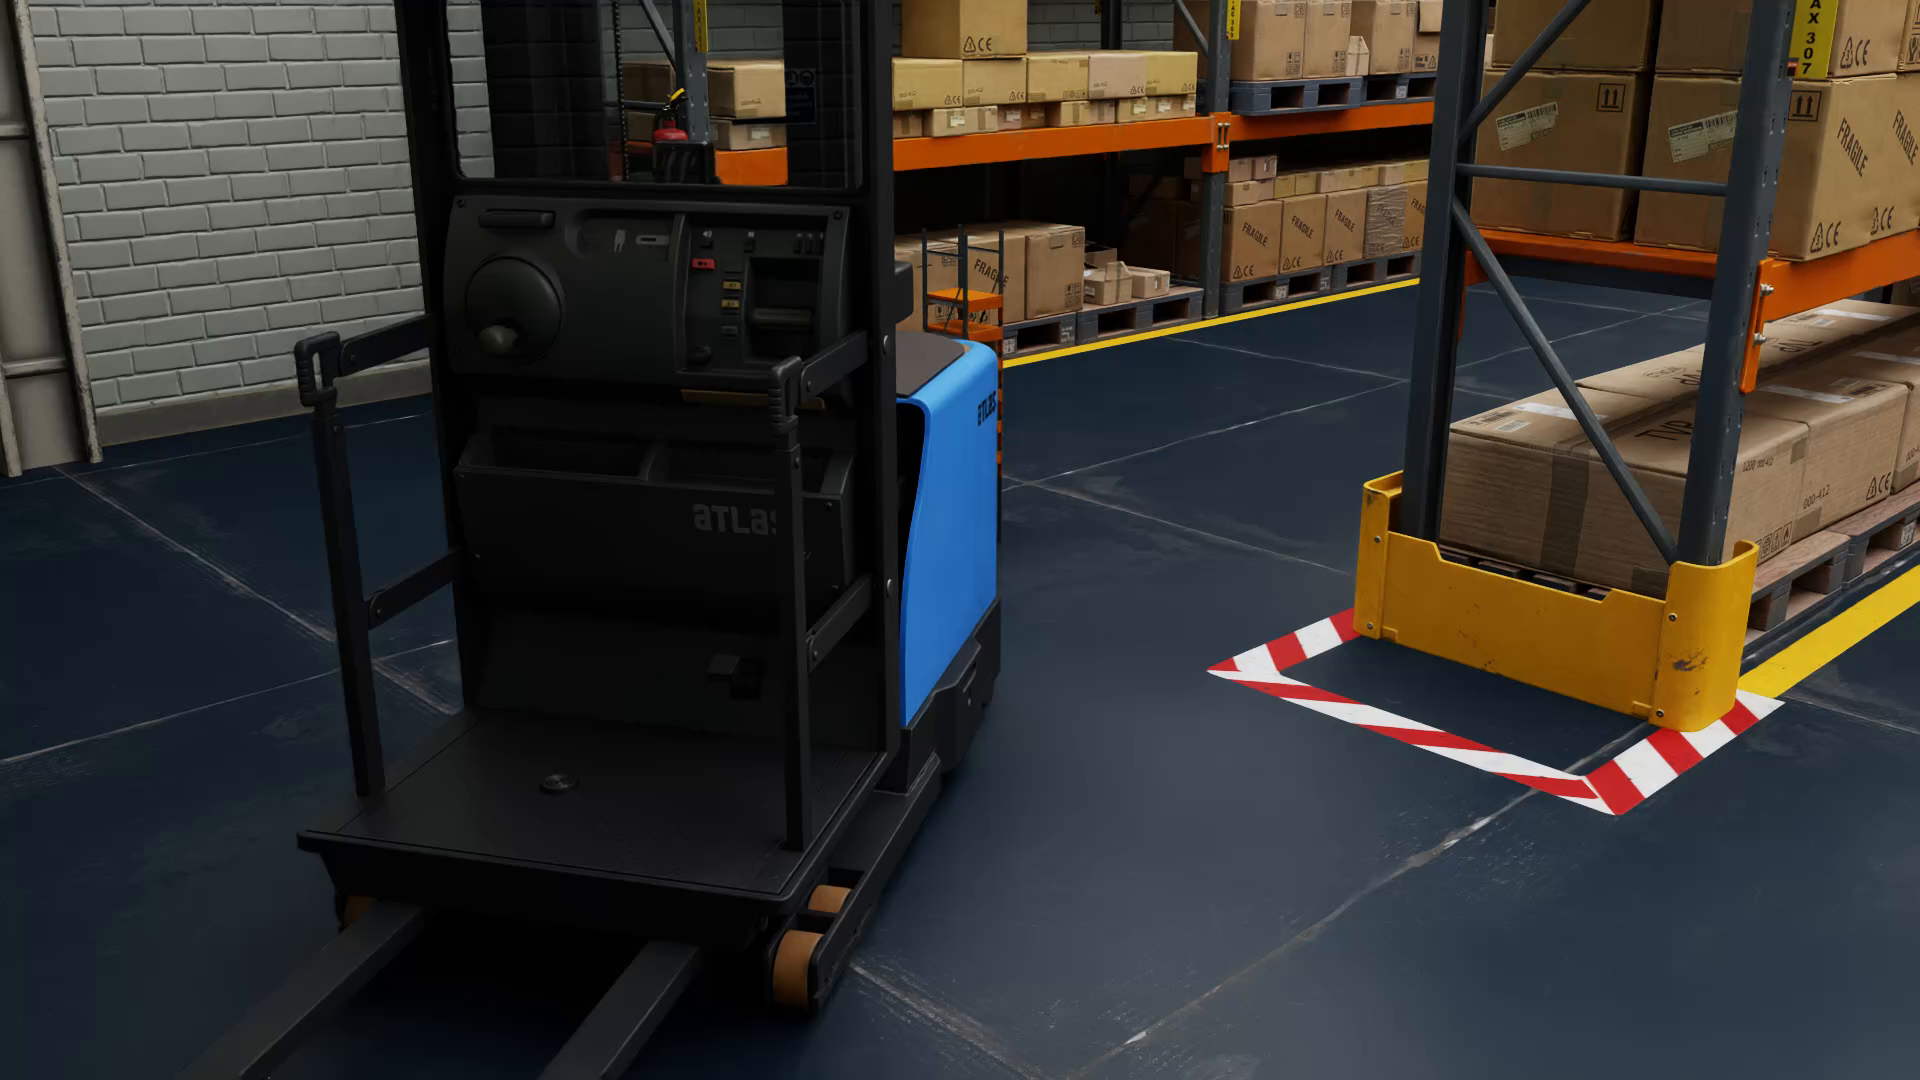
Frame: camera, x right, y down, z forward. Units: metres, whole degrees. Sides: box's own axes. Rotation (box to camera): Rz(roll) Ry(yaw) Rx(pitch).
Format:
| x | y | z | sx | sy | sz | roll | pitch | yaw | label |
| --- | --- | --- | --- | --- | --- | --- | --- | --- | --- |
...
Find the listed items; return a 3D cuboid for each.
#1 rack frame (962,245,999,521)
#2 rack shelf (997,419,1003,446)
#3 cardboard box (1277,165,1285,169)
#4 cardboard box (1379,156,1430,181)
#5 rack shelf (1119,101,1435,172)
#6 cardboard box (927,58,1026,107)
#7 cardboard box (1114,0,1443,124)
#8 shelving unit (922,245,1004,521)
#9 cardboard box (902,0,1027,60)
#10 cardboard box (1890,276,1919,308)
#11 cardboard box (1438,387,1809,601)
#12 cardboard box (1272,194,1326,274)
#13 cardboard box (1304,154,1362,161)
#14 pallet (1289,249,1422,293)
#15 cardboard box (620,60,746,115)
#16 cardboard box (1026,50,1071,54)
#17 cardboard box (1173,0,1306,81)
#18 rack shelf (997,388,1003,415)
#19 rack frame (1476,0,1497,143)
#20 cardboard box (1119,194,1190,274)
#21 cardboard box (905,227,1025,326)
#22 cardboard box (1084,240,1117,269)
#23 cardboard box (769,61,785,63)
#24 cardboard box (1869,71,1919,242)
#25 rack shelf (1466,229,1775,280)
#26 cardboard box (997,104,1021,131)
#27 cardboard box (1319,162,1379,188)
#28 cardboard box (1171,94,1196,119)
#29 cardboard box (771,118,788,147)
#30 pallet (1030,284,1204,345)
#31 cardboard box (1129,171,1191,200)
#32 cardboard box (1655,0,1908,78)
| x | y | z | sx | sy | sz | roll | pitch | yaw | label |
| --- | --- | --- | --- | --- | --- | --- | --- | --- | --- |
| 0.076 | -0.593 | 6.369 | 0.002 | 1.046 | 0.228 | -16 | 24 | -41 | rack frame |
| 0.011 | -0.417 | 6.360 | 0.180 | 0.103 | 0.258 | -16 | 24 | -41 | rack shelf |
| 2.156 | -2.675 | 12.193 | 0.250 | 0.149 | 0.380 | -15 | 23 | -39 | cardboard box |
| 3.424 | -2.846 | 12.718 | 0.250 | 0.149 | 0.380 | -15 | 23 | -39 | cardboard box |
| 2.777 | -3.078 | 12.282 | 4.000 | 0.370 | 1.077 | -16 | 24 | -41 | rack shelf |
| 0.021 | -2.583 | 9.349 | 0.500 | 0.250 | 0.500 | -17 | 25 | -42 | cardboard box |
| 2.058 | -3.298 | 11.286 | 3.665 | 0.713 | 0.828 | -15 | 24 | -39 | cardboard box |
| 0.011 | -0.574 | 6.310 | 0.183 | 1.046 | 0.258 | -16 | 24 | -41 | shelving unit |
| 0.022 | -2.930 | 9.202 | 0.500 | 0.500 | 0.500 | -15 | 24 | -39 | cardboard box |
| 5.132 | -1.223 | 8.159 | 0.875 | 0.875 | 0.875 | -15 | 23 | -39 | cardboard box |
| 2.241 | -0.181 | 5.652 | 0.875 | 0.438 | 0.875 | 17 | 24 | 42 | cardboard box |
| 2.210 | -2.174 | 11.700 | 0.500 | 0.500 | 0.500 | -17 | 24 | -42 | cardboard box |
| 2.882 | -2.899 | 12.883 | 0.250 | 0.149 | 0.380 | -17 | 24 | -42 | cardboard box |
| 2.776 | -2.111 | 12.653 | 1.213 | 0.211 | 1.003 | -16 | 24 | -41 | pallet |
| -1.431 | -2.376 | 8.711 | 0.500 | 0.250 | 0.500 | -15 | 23 | -39 | cardboard box |
| 0.419 | -2.915 | 10.371 | 0.500 | 0.250 | 0.500 | -17 | 24 | -41 | cardboard box |
| 1.829 | -3.296 | 10.945 | 0.500 | 0.500 | 0.700 | -15 | 24 | -39 | cardboard box |
| 0.011 | -0.532 | 6.323 | 0.180 | 0.103 | 0.258 | -16 | 24 | -41 | rack shelf |
| 7.428 | -4.081 | 12.893 | 4.036 | 3.426 | 6.040 | -16 | 24 | -41 | rack frame |
| 1.477 | -2.178 | 11.710 | 0.500 | 0.500 | 0.500 | -16 | 24 | -41 | cardboard box |
| 0.028 | -1.530 | 9.713 | 0.500 | 0.500 | 0.500 | -16 | 24 | -40 | cardboard box |
| 0.681 | -1.830 | 10.945 | 0.500 | 0.311 | 0.500 | -15 | 23 | -39 | cardboard box |
| -0.702 | -2.362 | 8.667 | 0.500 | 0.250 | 0.500 | -16 | 24 | -40 | cardboard box |
| 2.725 | -1.236 | 5.271 | 0.500 | 0.500 | 0.500 | -17 | 24 | -42 | cardboard box |
| 5.021 | -2.920 | 3.801 | 3.910 | 4.714 | 5.869 | -16 | 24 | -41 | rack shelf |
| 0.132 | -2.430 | 9.523 | 0.250 | 0.149 | 0.380 | -16 | 24 | -41 | cardboard box |
| 2.849 | -2.687 | 12.228 | 0.250 | 0.149 | 0.380 | -16 | 24 | -41 | cardboard box |
| 1.266 | -2.753 | 10.520 | 0.250 | 0.149 | 0.380 | -16 | 24 | -40 | cardboard box |
| -1.002 | -2.102 | 8.512 | 0.250 | 0.149 | 0.380 | -15 | 24 | -39 | cardboard box |
| 0.824 | -1.525 | 10.846 | 1.213 | 0.211 | 1.003 | -16 | 24 | -41 | pallet |
| 1.393 | -2.459 | 11.524 | 0.380 | 0.149 | 0.250 | 17 | 24 | 42 | cardboard box |
| 2.375 | -1.599 | 4.768 | 0.500 | 0.500 | 0.500 | -17 | 25 | -42 | cardboard box |
